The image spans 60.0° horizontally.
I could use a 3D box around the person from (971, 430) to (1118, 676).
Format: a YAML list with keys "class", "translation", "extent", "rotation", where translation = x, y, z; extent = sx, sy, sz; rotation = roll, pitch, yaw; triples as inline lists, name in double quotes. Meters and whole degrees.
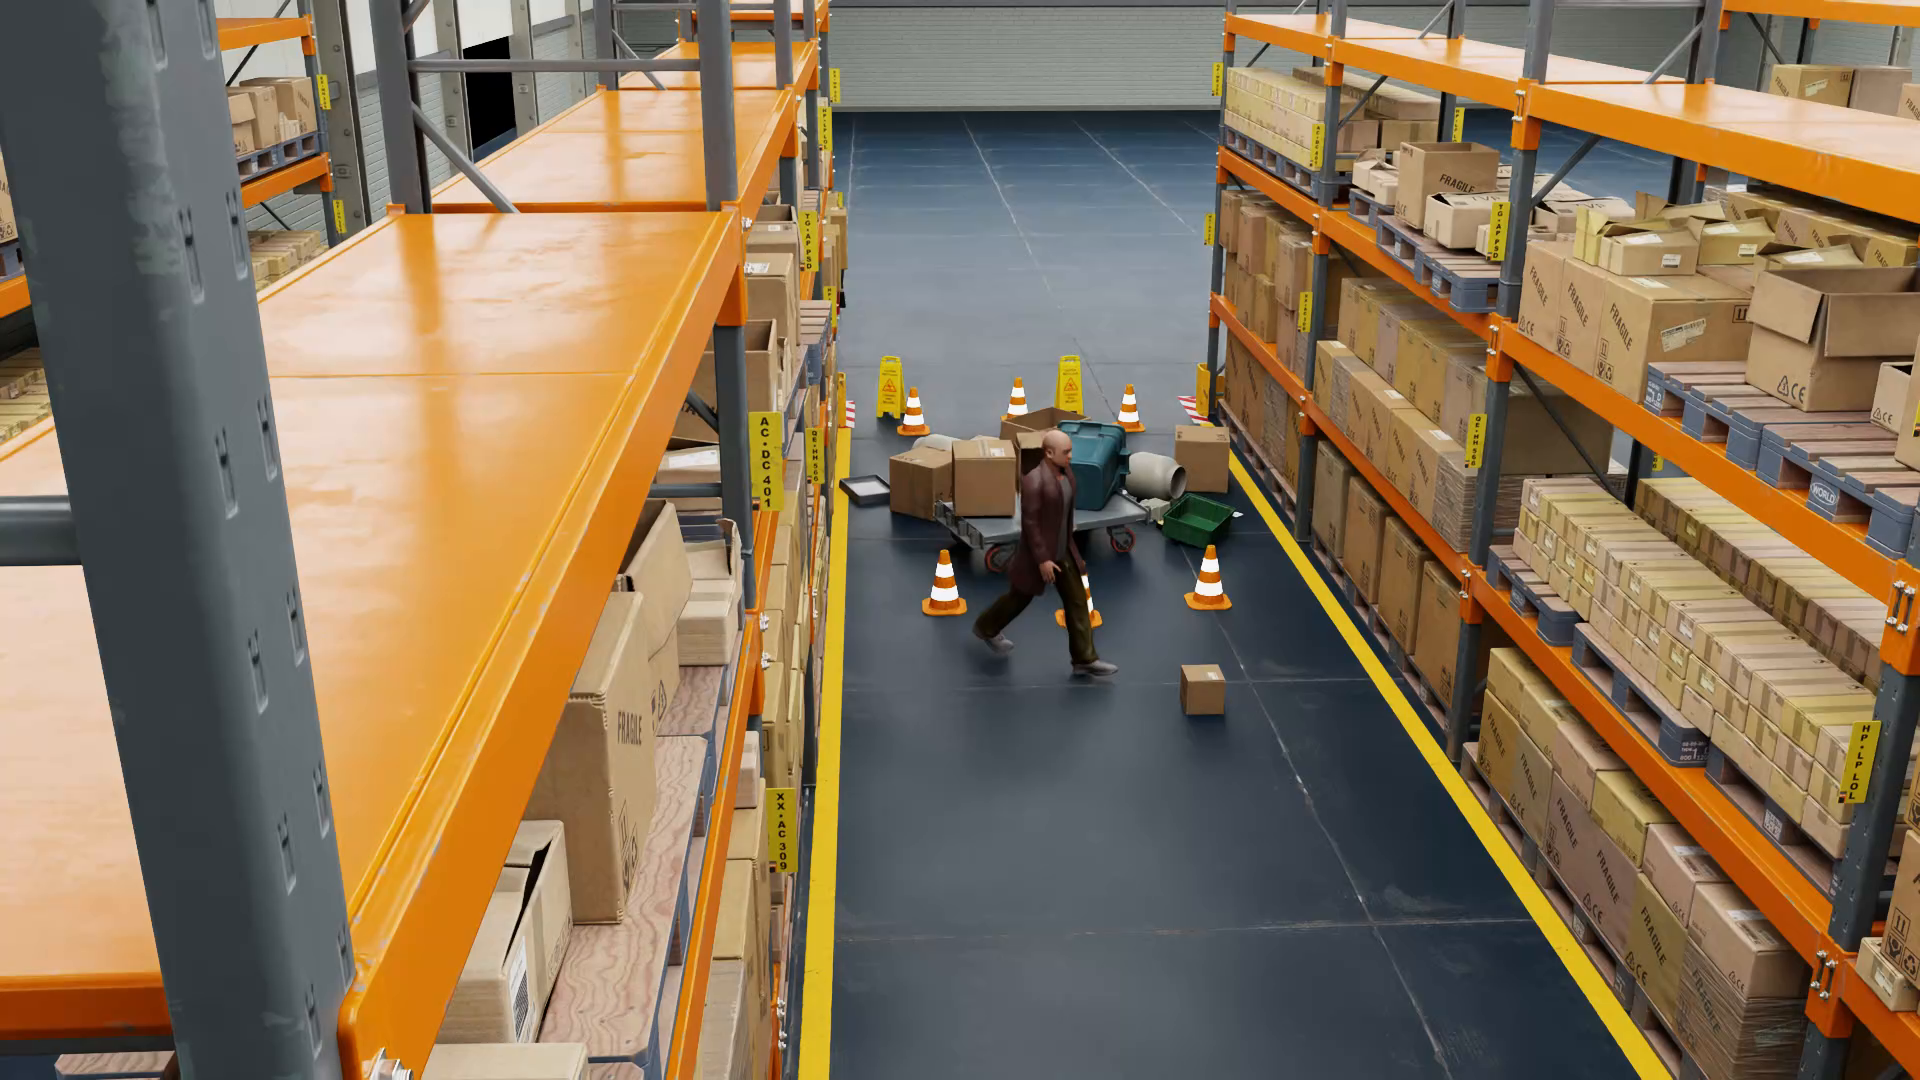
- class: "person"
  translation: [0.577, 0.074, 11.432]
  extent: [1.175, 1.733, 0.548]
  rotation: [17, 26, 39]
